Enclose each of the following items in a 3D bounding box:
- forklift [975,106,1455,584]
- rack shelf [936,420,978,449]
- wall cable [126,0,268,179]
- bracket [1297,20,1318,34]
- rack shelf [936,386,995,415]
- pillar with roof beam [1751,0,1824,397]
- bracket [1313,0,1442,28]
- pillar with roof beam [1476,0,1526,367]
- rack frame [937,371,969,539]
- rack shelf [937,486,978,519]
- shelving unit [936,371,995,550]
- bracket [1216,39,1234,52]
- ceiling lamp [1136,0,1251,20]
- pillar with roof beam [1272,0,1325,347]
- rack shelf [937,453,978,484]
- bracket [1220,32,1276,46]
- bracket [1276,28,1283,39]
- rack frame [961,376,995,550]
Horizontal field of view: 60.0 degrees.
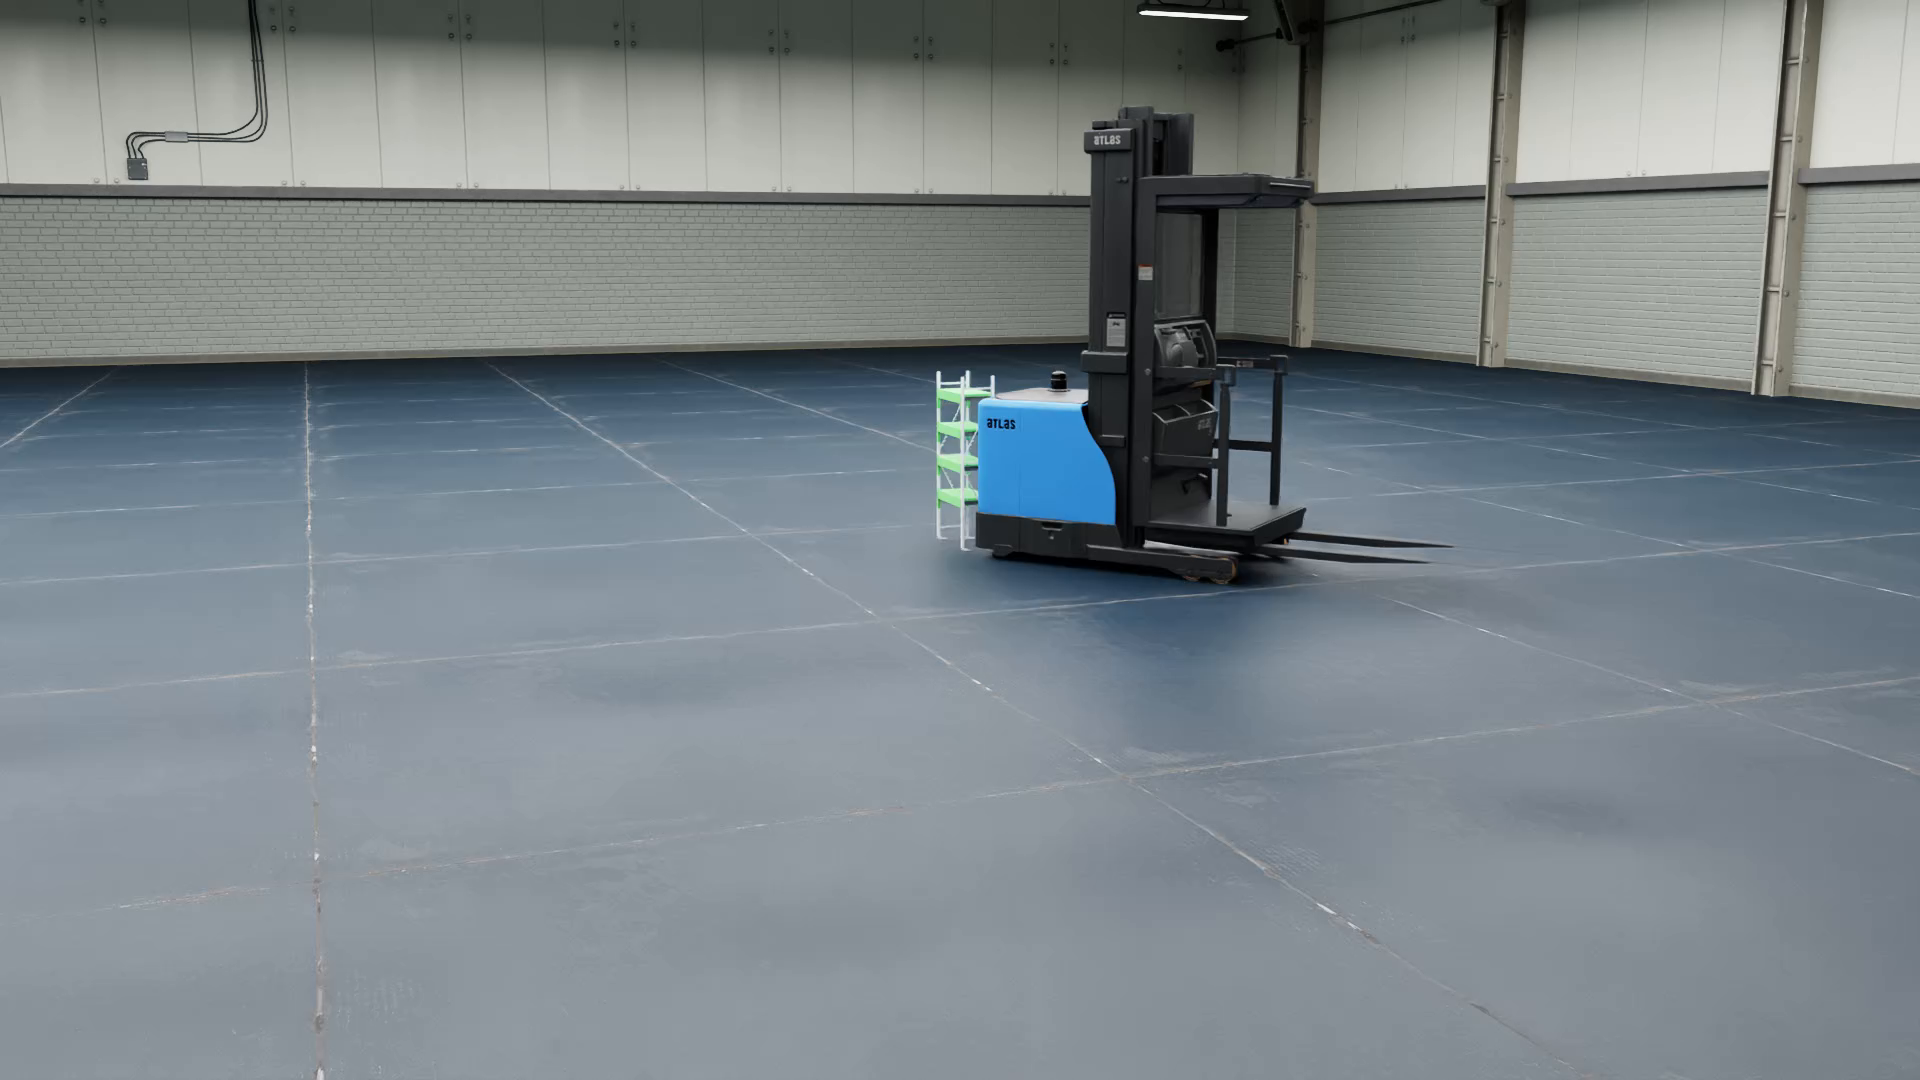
[{"bbox_3d":[1.641,-1.273,10.710,3.031,2.935,1.130,6,12,29],"label":"forklift"},{"bbox_3d":[0.036,-0.740,11.649,0.258,0.148,0.480,-4,11,-20],"label":"rack shelf"},{"bbox_3d":[-13.294,-9.269,28.621,2.305,6.003,0.169,-4,11,-21],"label":"wall cable"},{"bbox_3d":[6.866,-10.111,32.787,0.235,0.232,0.430,-4,11,-21],"label":"bracket"},{"bbox_3d":[0.036,-0.976,11.607,0.258,0.148,0.480,-4,11,-20],"label":"rack shelf"},{"bbox_3d":[7.382,-6.197,21.062,9.100,9.000,0.400,-4,11,-21],"label":"pillar with roof beam"},{"bbox_3d":[7.799,-9.690,30.423,0.076,0.066,4.783,-4,11,-21],"label":"bracket"},{"bbox_3d":[5.208,-7.176,26.568,9.100,9.000,0.548,-4,11,-21],"label":"pillar with roof beam"},{"bbox_3d":[-0.049,-0.607,11.905,0.240,1.200,0.015,-4,11,-20],"label":"rack frame"},{"bbox_3d":[0.036,-0.267,11.733,0.258,0.148,0.480,-4,11,-20],"label":"rack shelf"},{"bbox_3d":[0.036,-0.567,11.679,0.258,1.200,0.503,-4,11,-20],"label":"shelving unit"},{"bbox_3d":[5.706,-10.633,35.723,0.235,0.232,0.430,-4,11,-21],"label":"bracket"},{"bbox_3d":[3.823,-10.357,27.783,2.000,3.185,0.800,-4,11,-21],"label":"ceiling lamp"},{"bbox_3d":[3.034,-8.156,32.074,9.100,9.000,0.548,-4,11,-21],"label":"pillar with roof beam"},{"bbox_3d":[0.036,-0.504,11.691,0.258,0.148,0.480,-4,11,-20],"label":"rack shelf"},{"bbox_3d":[5.920,-10.537,35.181,0.076,0.066,3.189,-4,11,-21],"label":"bracket"},{"bbox_3d":[6.565,-10.246,33.549,0.235,0.232,0.430,-4,11,-21],"label":"bracket"},{"bbox_3d":[0.122,-0.527,11.454,0.240,1.200,0.015,-4,11,-20],"label":"rack frame"}]
